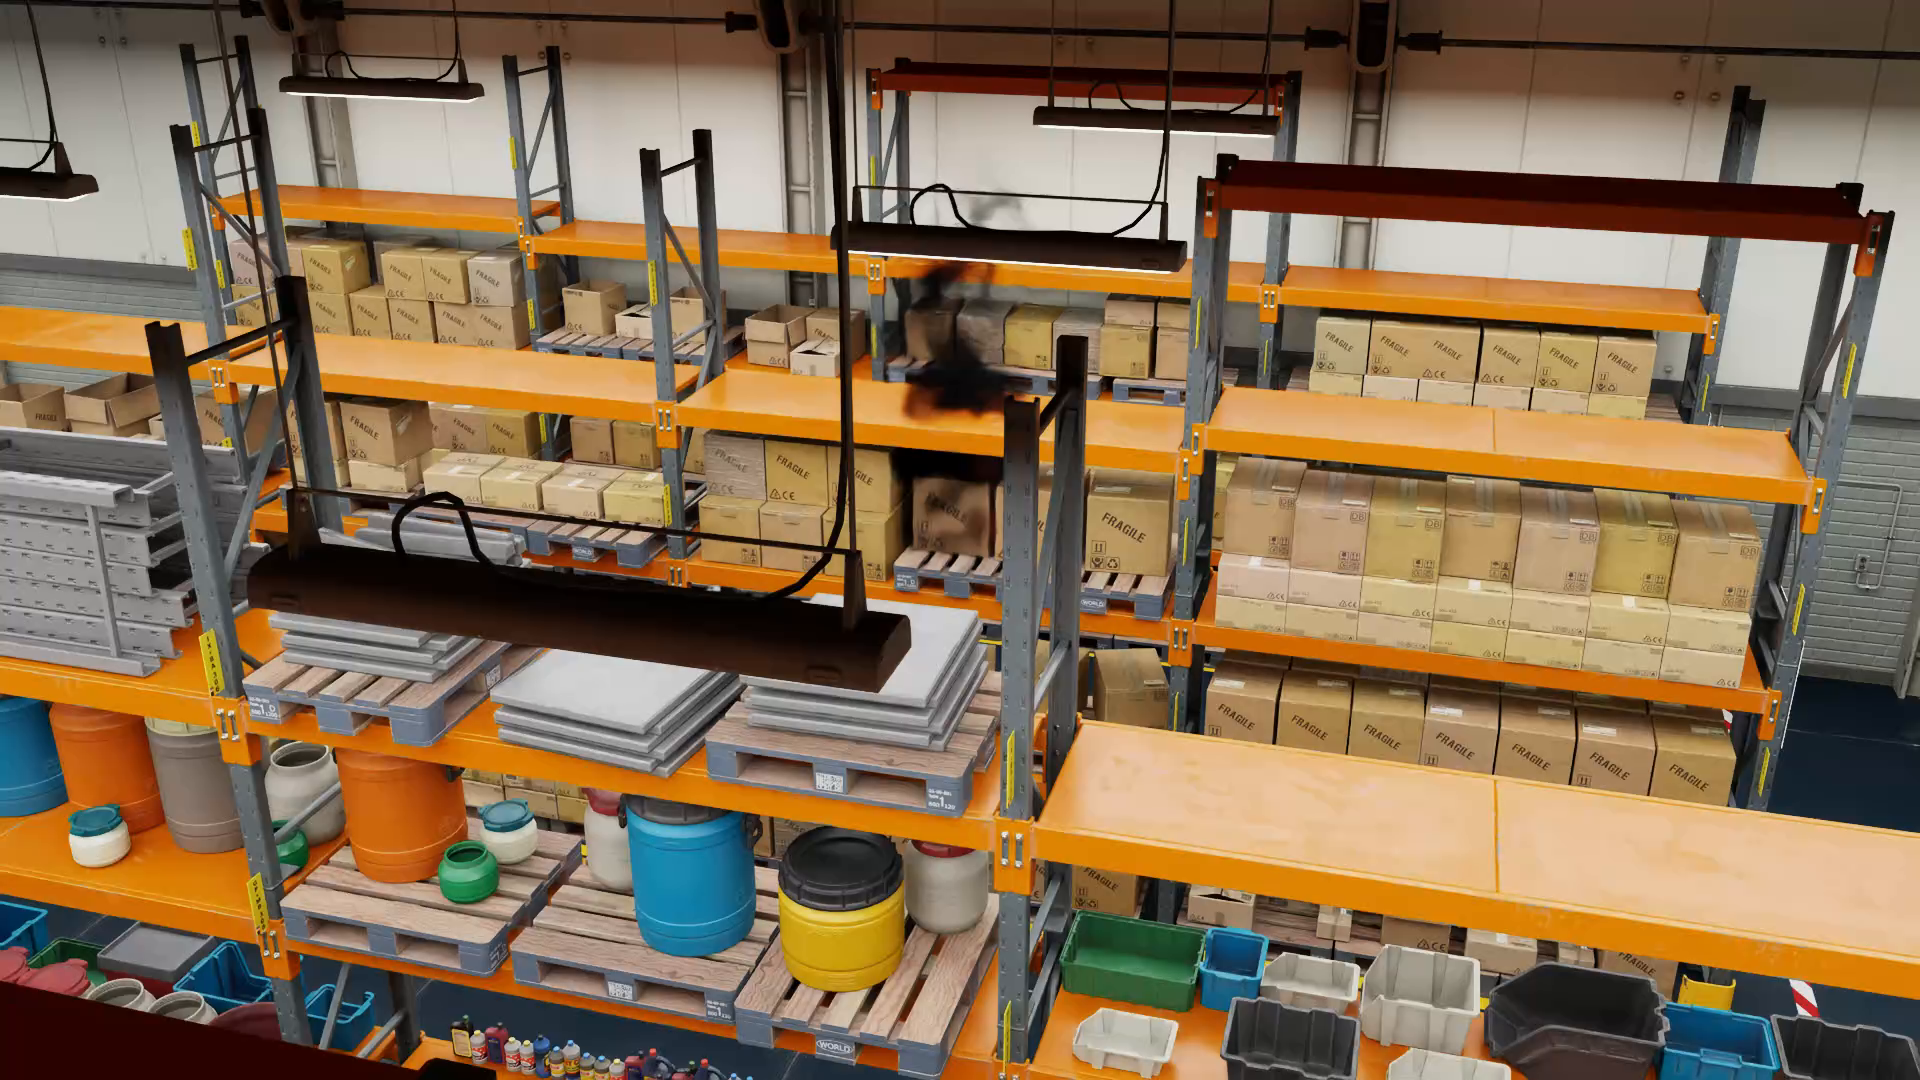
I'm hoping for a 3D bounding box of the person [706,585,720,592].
[{"bbox_3d":[-2.398,0.939,16.465,0.711,1.625,0.490,3,23,7],"label":"person"}]
